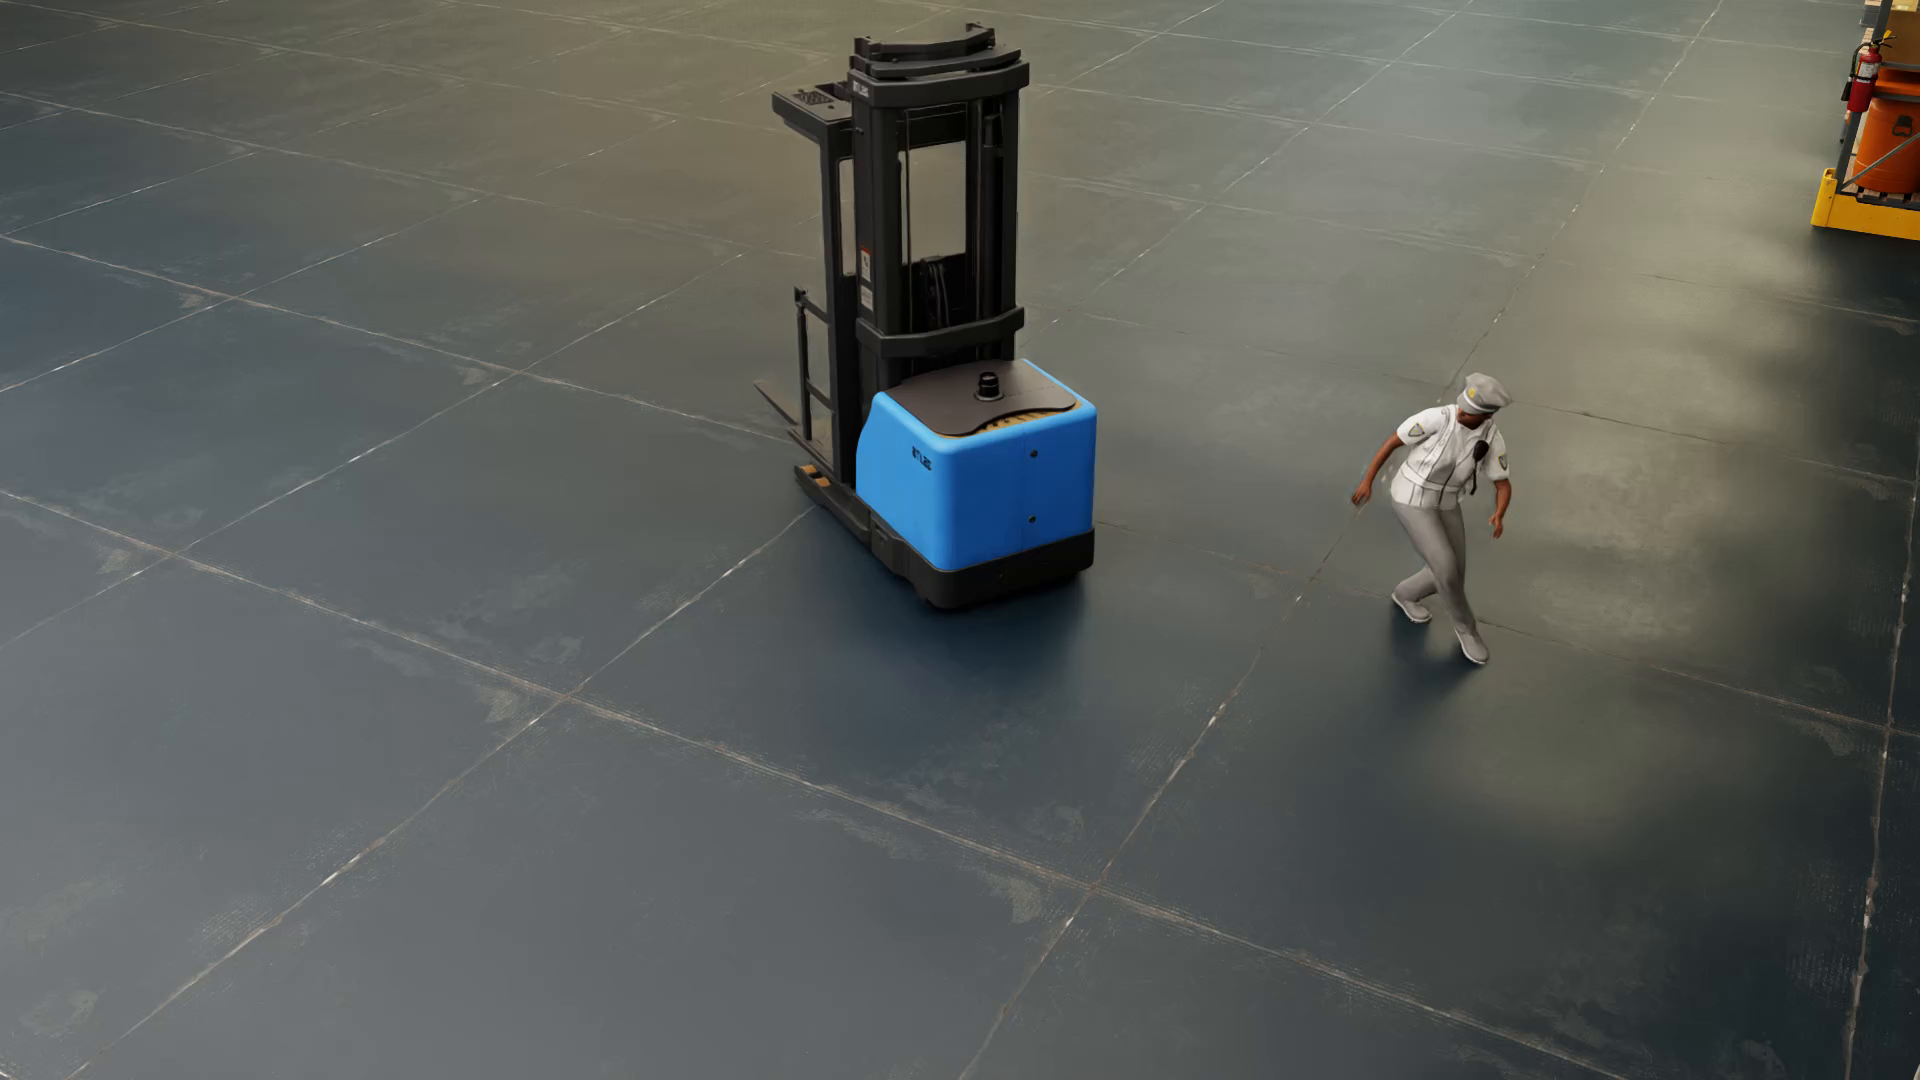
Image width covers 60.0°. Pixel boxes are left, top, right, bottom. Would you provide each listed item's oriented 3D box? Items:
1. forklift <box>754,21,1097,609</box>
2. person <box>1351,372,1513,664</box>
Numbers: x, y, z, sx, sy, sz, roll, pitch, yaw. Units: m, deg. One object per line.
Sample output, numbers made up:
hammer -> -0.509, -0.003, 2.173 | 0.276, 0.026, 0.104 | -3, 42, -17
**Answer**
forklift -> -0.390, -1.595, 9.834 | 1.130, 2.935, 3.031 | -16, 34, -25
person -> 2.516, -0.131, 8.713 | 0.694, 1.533, 0.763 | -9, 31, -16
